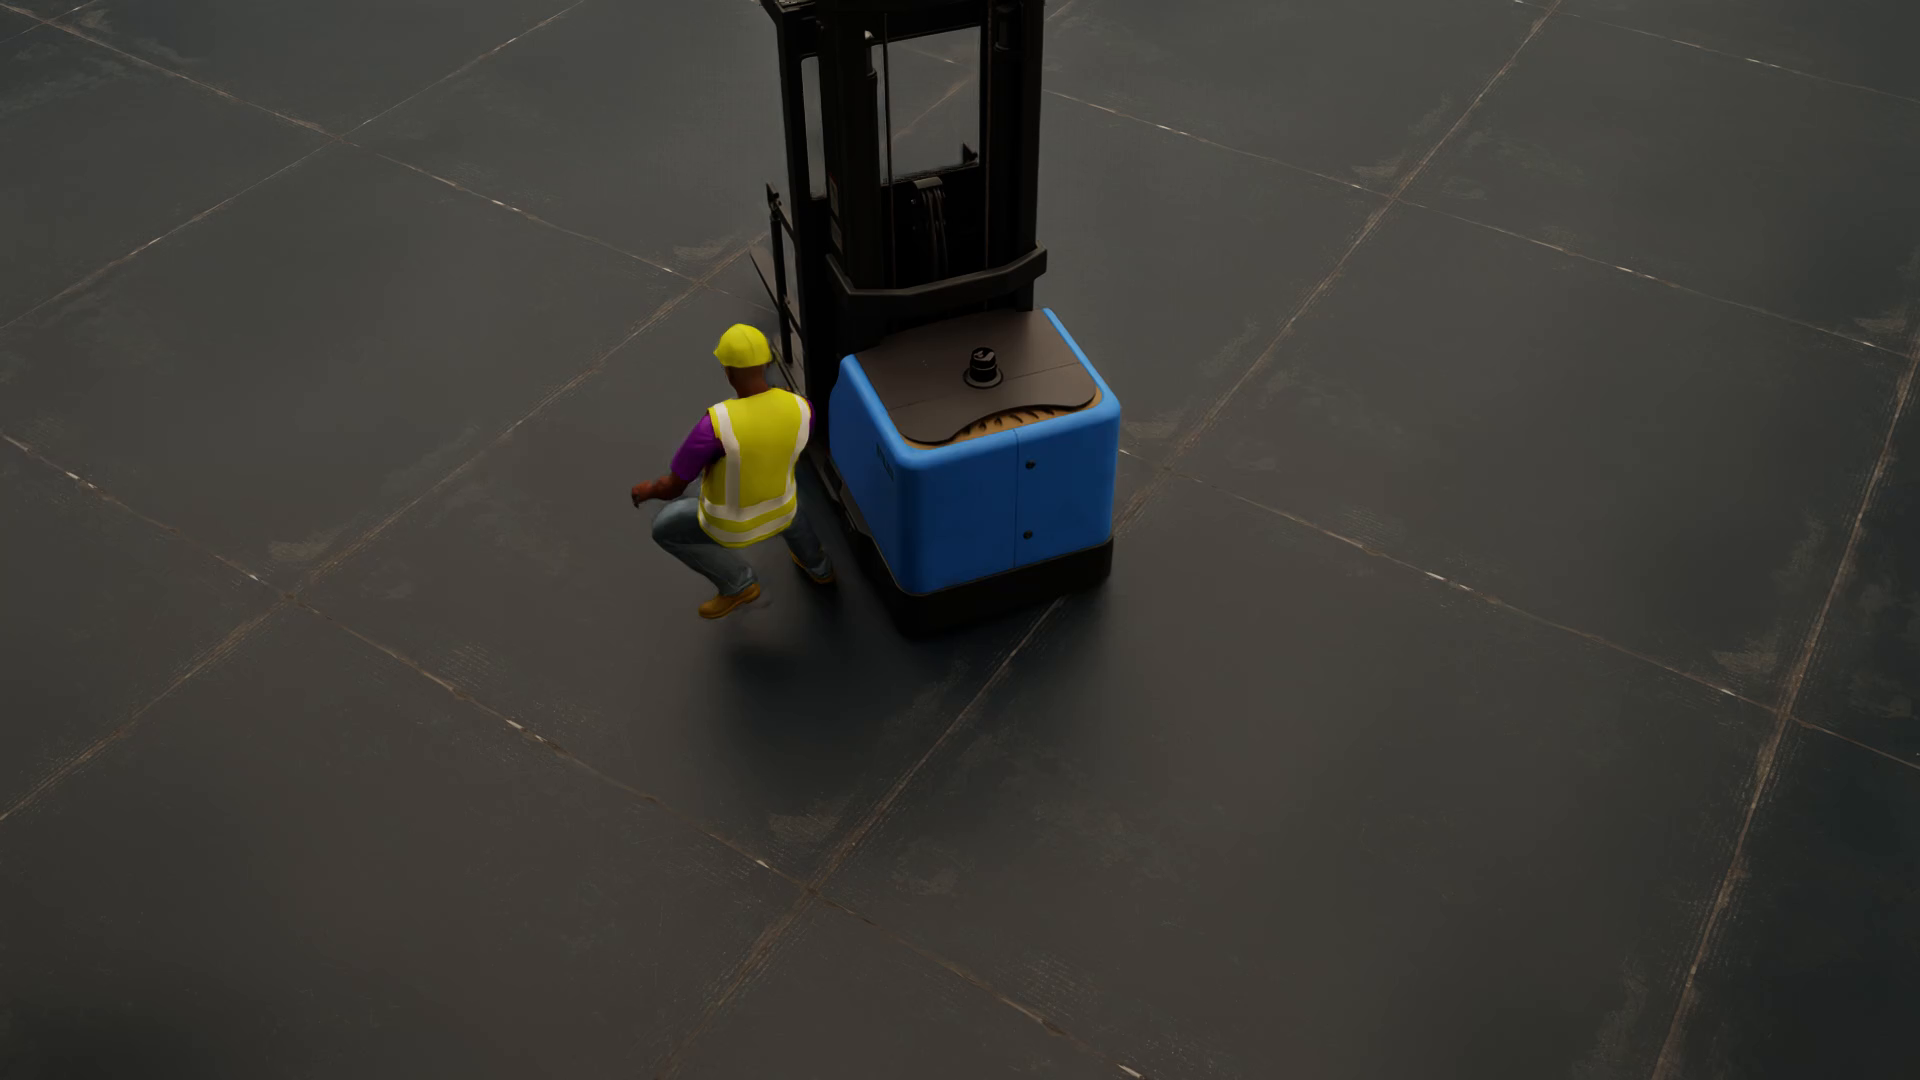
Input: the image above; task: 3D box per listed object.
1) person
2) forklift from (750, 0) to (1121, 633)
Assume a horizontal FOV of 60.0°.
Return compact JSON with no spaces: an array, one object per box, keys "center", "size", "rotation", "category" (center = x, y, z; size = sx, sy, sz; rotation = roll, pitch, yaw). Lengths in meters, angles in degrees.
[{"center":[-0.986,-0.295,7.105],"size":[0.864,1.556,0.733],"rotation":[-25,49,-24],"category":"person"},{"center":[-0.314,-1.672,7.612],"size":[1.130,2.935,3.031],"rotation":[-15,46,-16],"category":"forklift"}]
